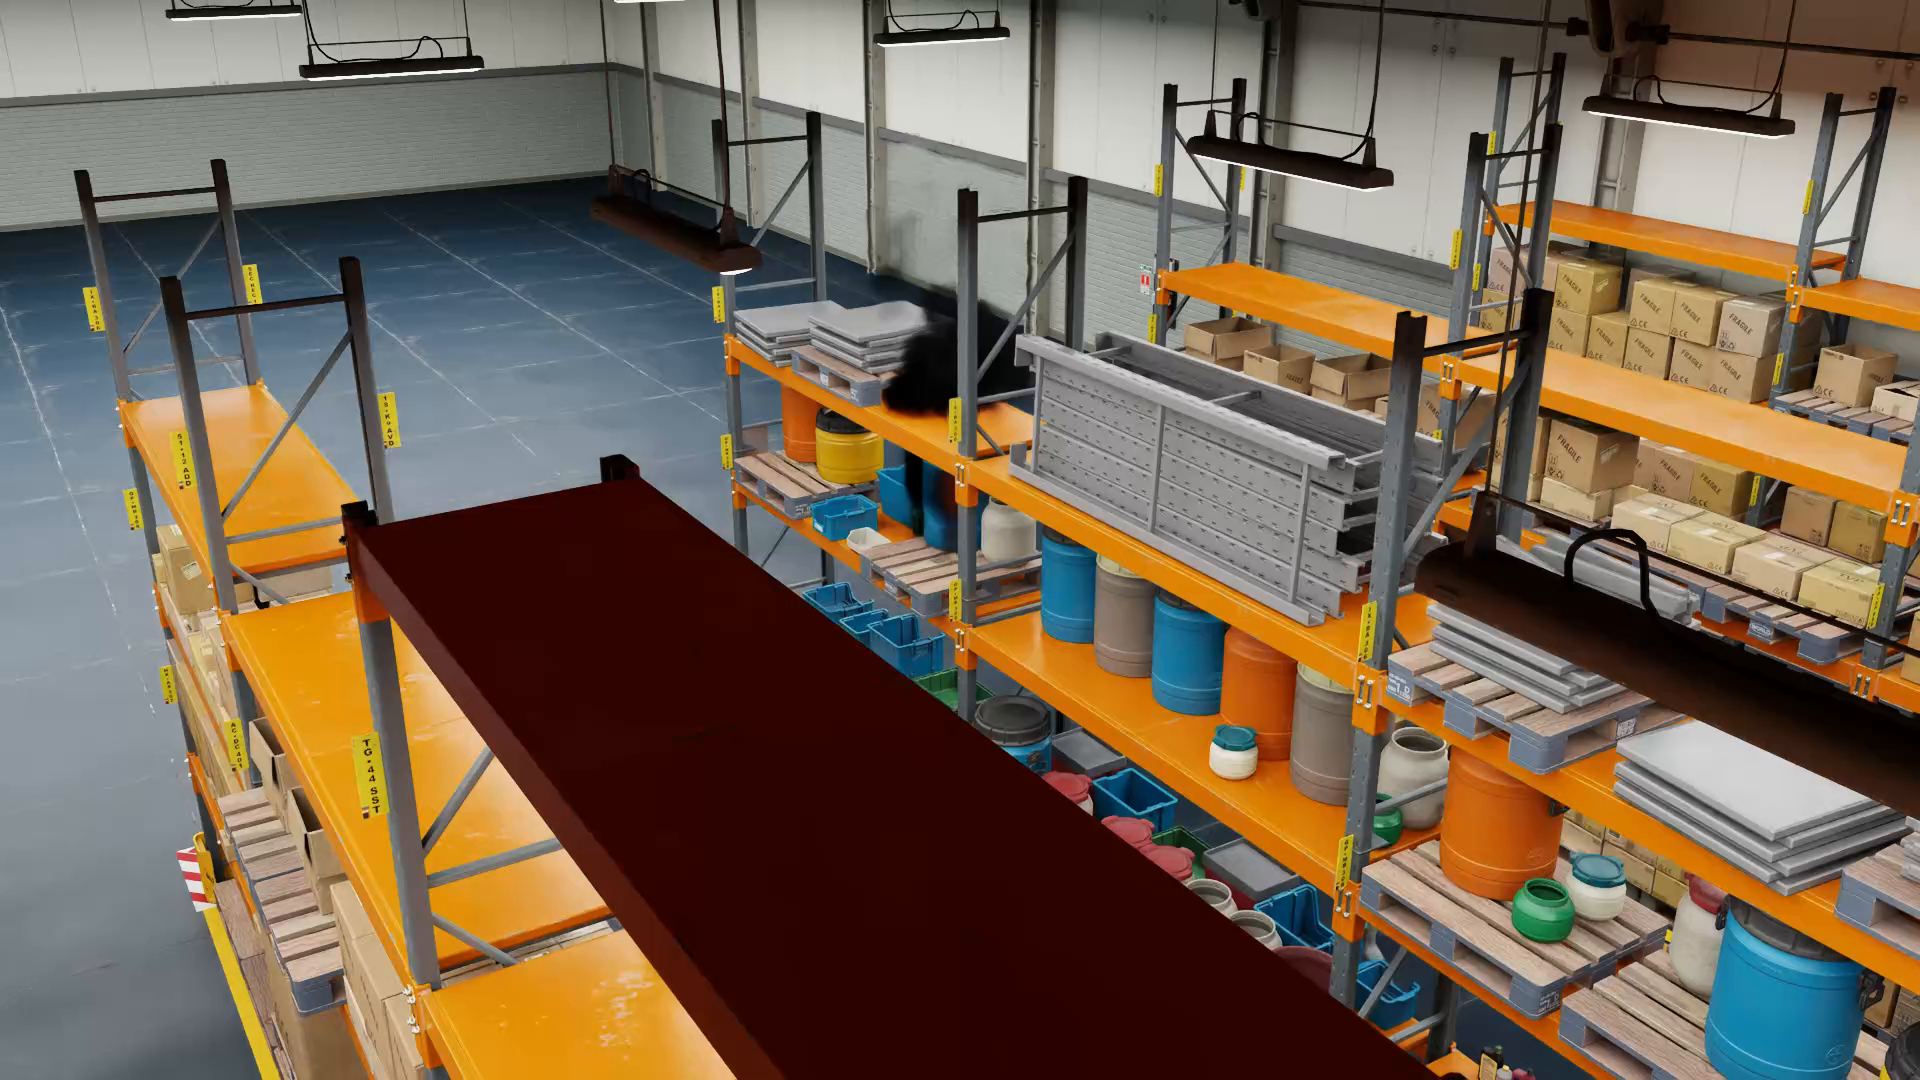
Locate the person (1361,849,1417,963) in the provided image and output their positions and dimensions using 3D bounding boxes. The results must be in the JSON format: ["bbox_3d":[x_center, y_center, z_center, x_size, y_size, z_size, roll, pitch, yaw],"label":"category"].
[{"bbox_3d":[3.065,2.691,12.485,0.576,1.716,0.696,-18,28,-38],"label":"person"}]
